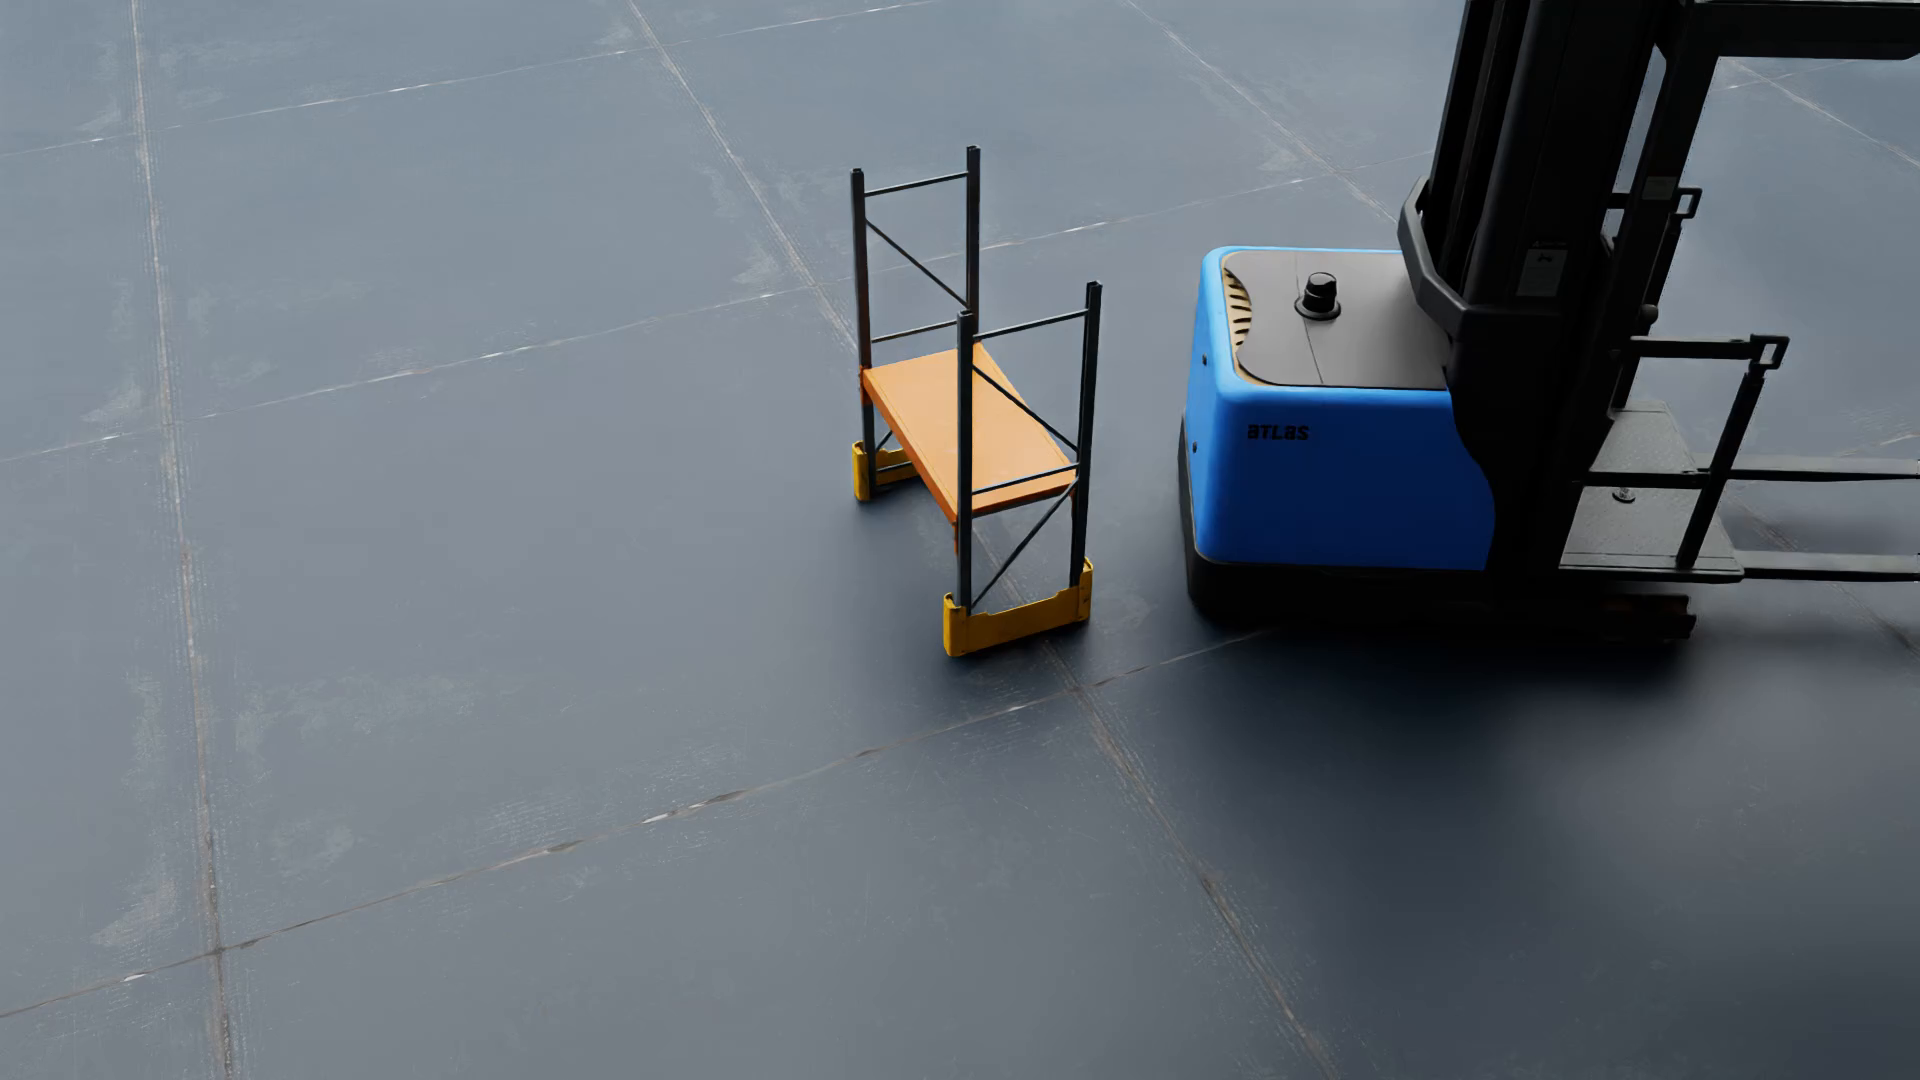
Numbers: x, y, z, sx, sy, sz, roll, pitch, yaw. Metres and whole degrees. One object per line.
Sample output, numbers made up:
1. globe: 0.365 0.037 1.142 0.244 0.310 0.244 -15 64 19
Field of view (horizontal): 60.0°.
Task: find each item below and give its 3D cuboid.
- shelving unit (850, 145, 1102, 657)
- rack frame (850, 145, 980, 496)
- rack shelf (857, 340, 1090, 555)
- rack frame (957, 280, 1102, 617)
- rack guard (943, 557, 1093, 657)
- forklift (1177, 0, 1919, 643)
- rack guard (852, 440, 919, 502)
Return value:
1. shelving unit: 0.029 -0.523 6.208 0.587 1.500 1.083 -15 43 -17
2. rack frame: -0.162 -0.823 6.557 0.500 1.500 0.032 -15 43 -17
3. rack shelf: 0.033 -0.381 6.319 0.538 0.185 1.000 -15 43 -17
4. rack frame: 0.227 -0.211 5.845 0.500 1.500 0.032 -15 43 -17
5. rack guard: 0.220 0.251 6.266 0.587 0.250 0.087 -15 43 -17
6. forklift: 2.414 -1.080 5.758 3.031 2.935 1.130 2 41 2
7. rack guard: -0.161 -0.349 6.964 0.587 0.250 0.087 -15 43 -17
